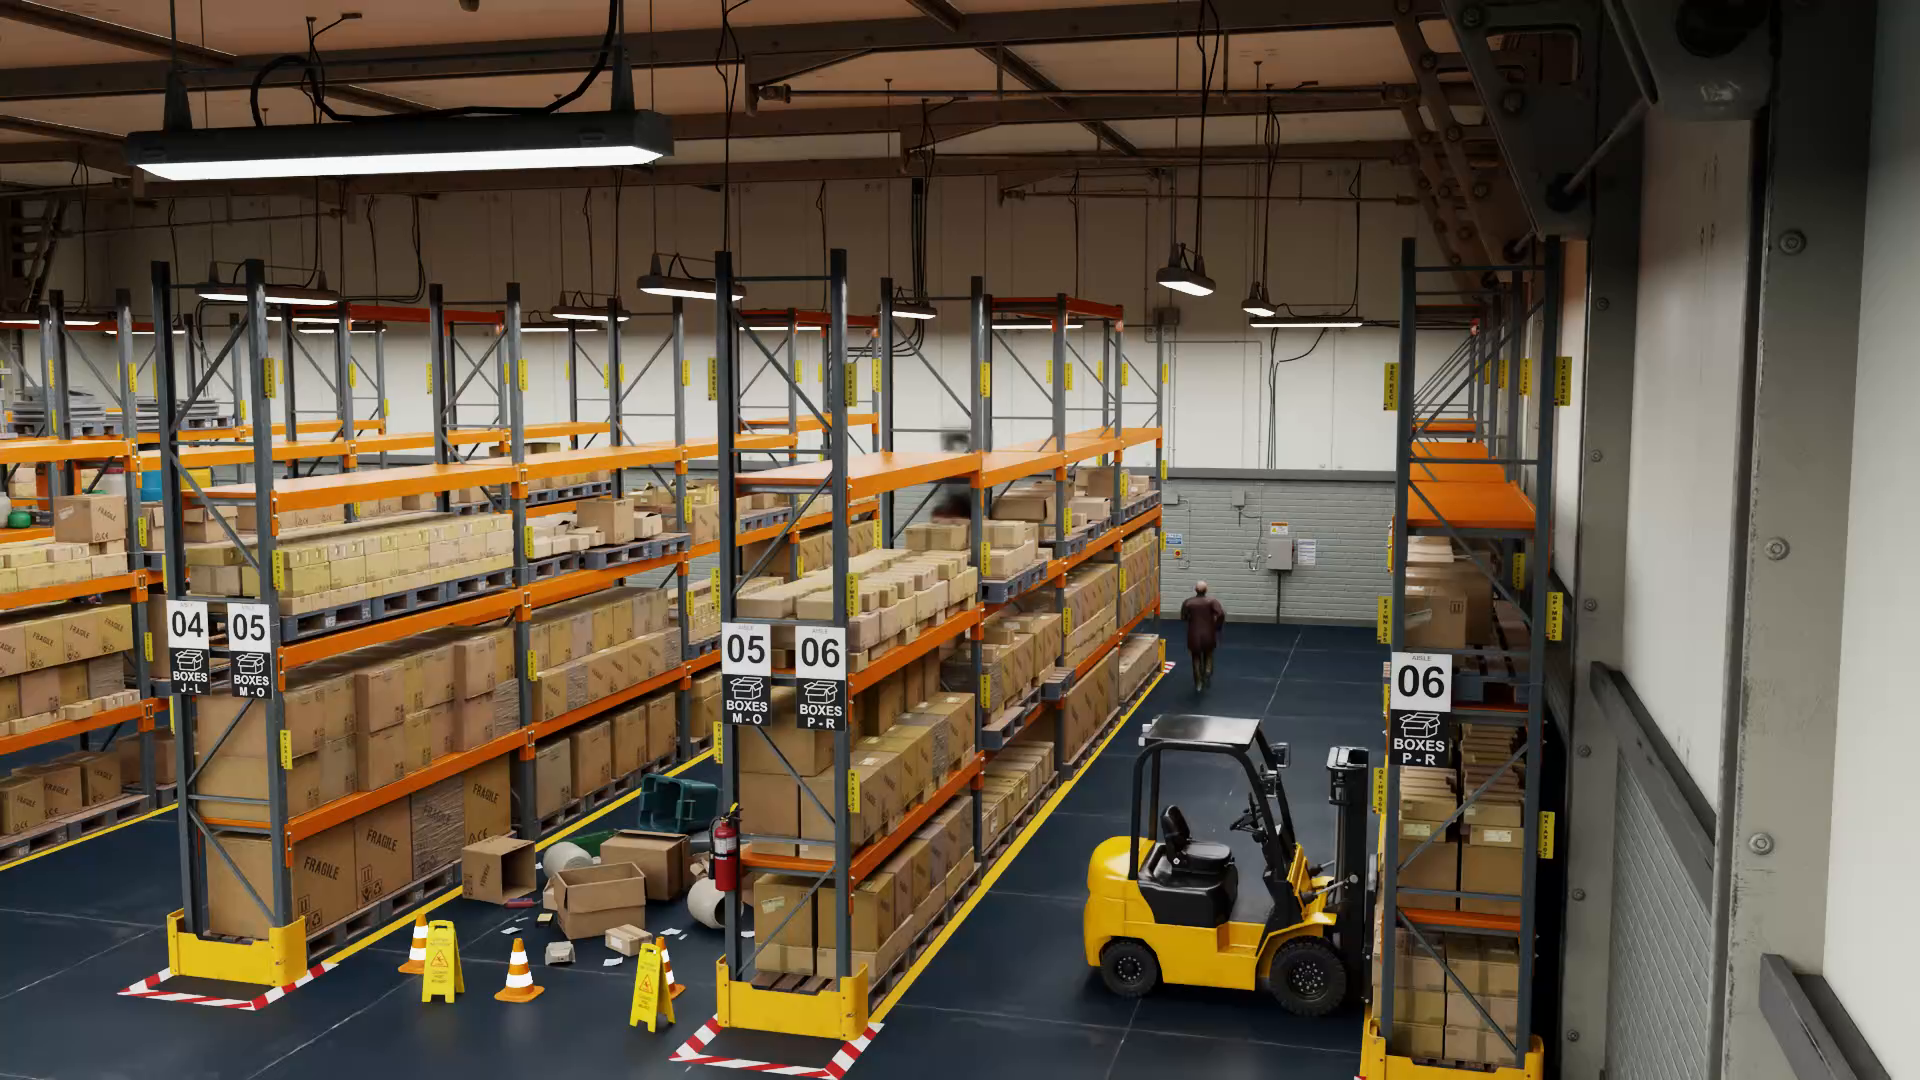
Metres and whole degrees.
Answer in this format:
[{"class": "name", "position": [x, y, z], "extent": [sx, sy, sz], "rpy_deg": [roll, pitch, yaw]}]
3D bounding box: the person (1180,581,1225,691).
[{"class": "person", "position": [3.842, 1.503, 26.367], "extent": [0.685, 1.740, 0.672], "rpy_deg": [1, 6, 8]}]
